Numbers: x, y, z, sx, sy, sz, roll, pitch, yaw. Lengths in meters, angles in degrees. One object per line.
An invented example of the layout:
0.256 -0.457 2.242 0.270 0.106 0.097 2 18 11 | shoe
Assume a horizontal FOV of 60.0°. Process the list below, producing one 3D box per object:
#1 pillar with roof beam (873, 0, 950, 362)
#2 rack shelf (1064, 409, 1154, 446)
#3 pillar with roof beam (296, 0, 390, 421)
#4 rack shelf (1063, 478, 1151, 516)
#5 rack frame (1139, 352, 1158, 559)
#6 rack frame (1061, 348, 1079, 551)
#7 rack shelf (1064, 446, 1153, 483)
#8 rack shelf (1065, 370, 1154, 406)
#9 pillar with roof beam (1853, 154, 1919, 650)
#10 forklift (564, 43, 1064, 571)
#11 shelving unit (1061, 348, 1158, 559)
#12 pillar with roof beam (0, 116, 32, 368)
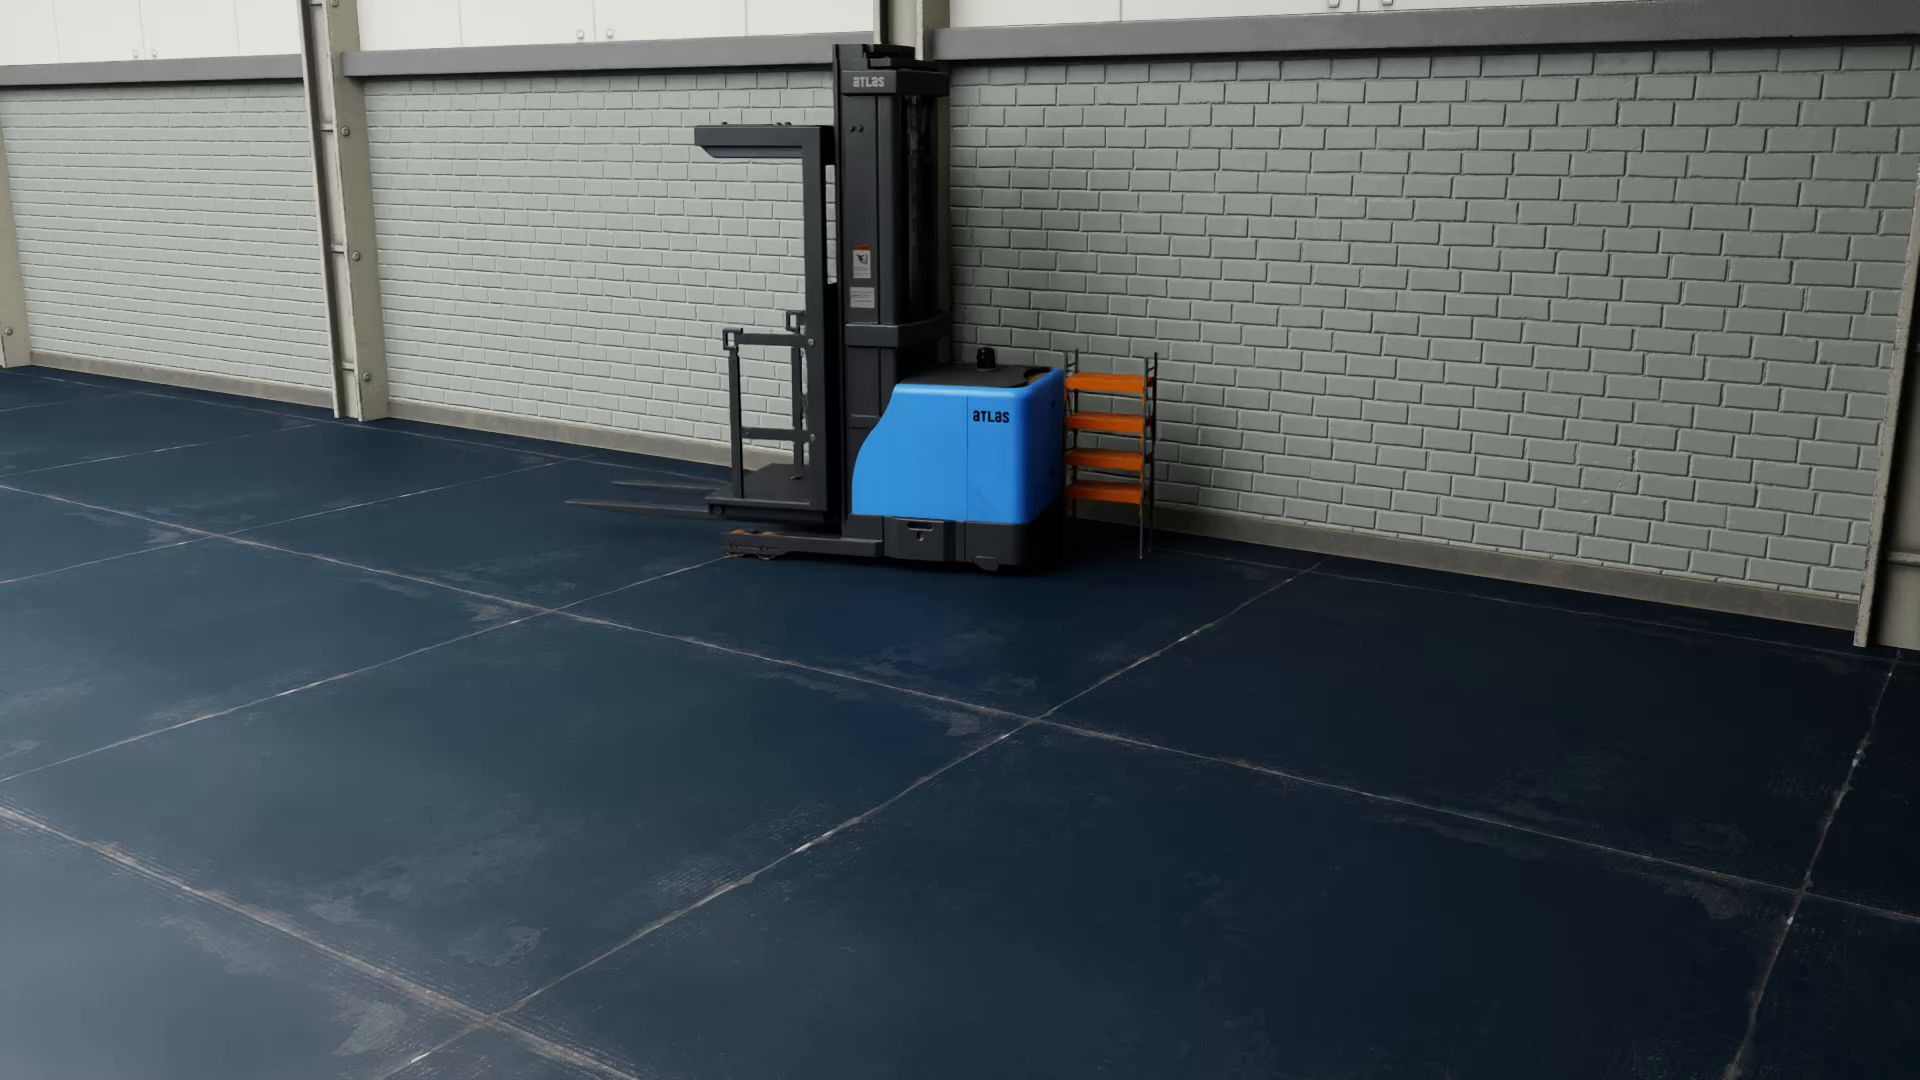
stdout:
-2.715 -3.798 6.937 0.400 9.000 9.100 9 17 33 | pillar with roof beam
0.888 -0.671 9.886 0.480 0.148 0.258 5 15 21 | rack shelf
-7.694 -4.602 10.188 0.400 9.000 9.100 9 17 33 | pillar with roof beam
0.888 -0.261 9.988 0.480 0.148 0.258 5 15 21 | rack shelf
1.116 -0.498 9.837 0.015 1.200 0.240 5 15 21 | rack frame
0.661 -0.541 10.010 0.015 1.200 0.240 5 15 21 | rack frame
0.888 -0.454 9.940 0.480 0.148 0.258 5 15 21 | rack shelf
0.888 -0.901 9.829 0.480 0.148 0.258 5 15 21 | rack shelf
2.263 -2.993 3.687 0.400 9.000 9.100 9 17 33 | pillar with roof beam
-0.922 -1.421 9.965 3.031 2.935 1.130 4 14 15 | forklift
0.888 -0.519 9.924 0.503 1.200 0.258 5 15 21 | shelving unit
-12.672 -5.407 13.438 0.400 9.000 9.100 9 17 33 | pillar with roof beam
